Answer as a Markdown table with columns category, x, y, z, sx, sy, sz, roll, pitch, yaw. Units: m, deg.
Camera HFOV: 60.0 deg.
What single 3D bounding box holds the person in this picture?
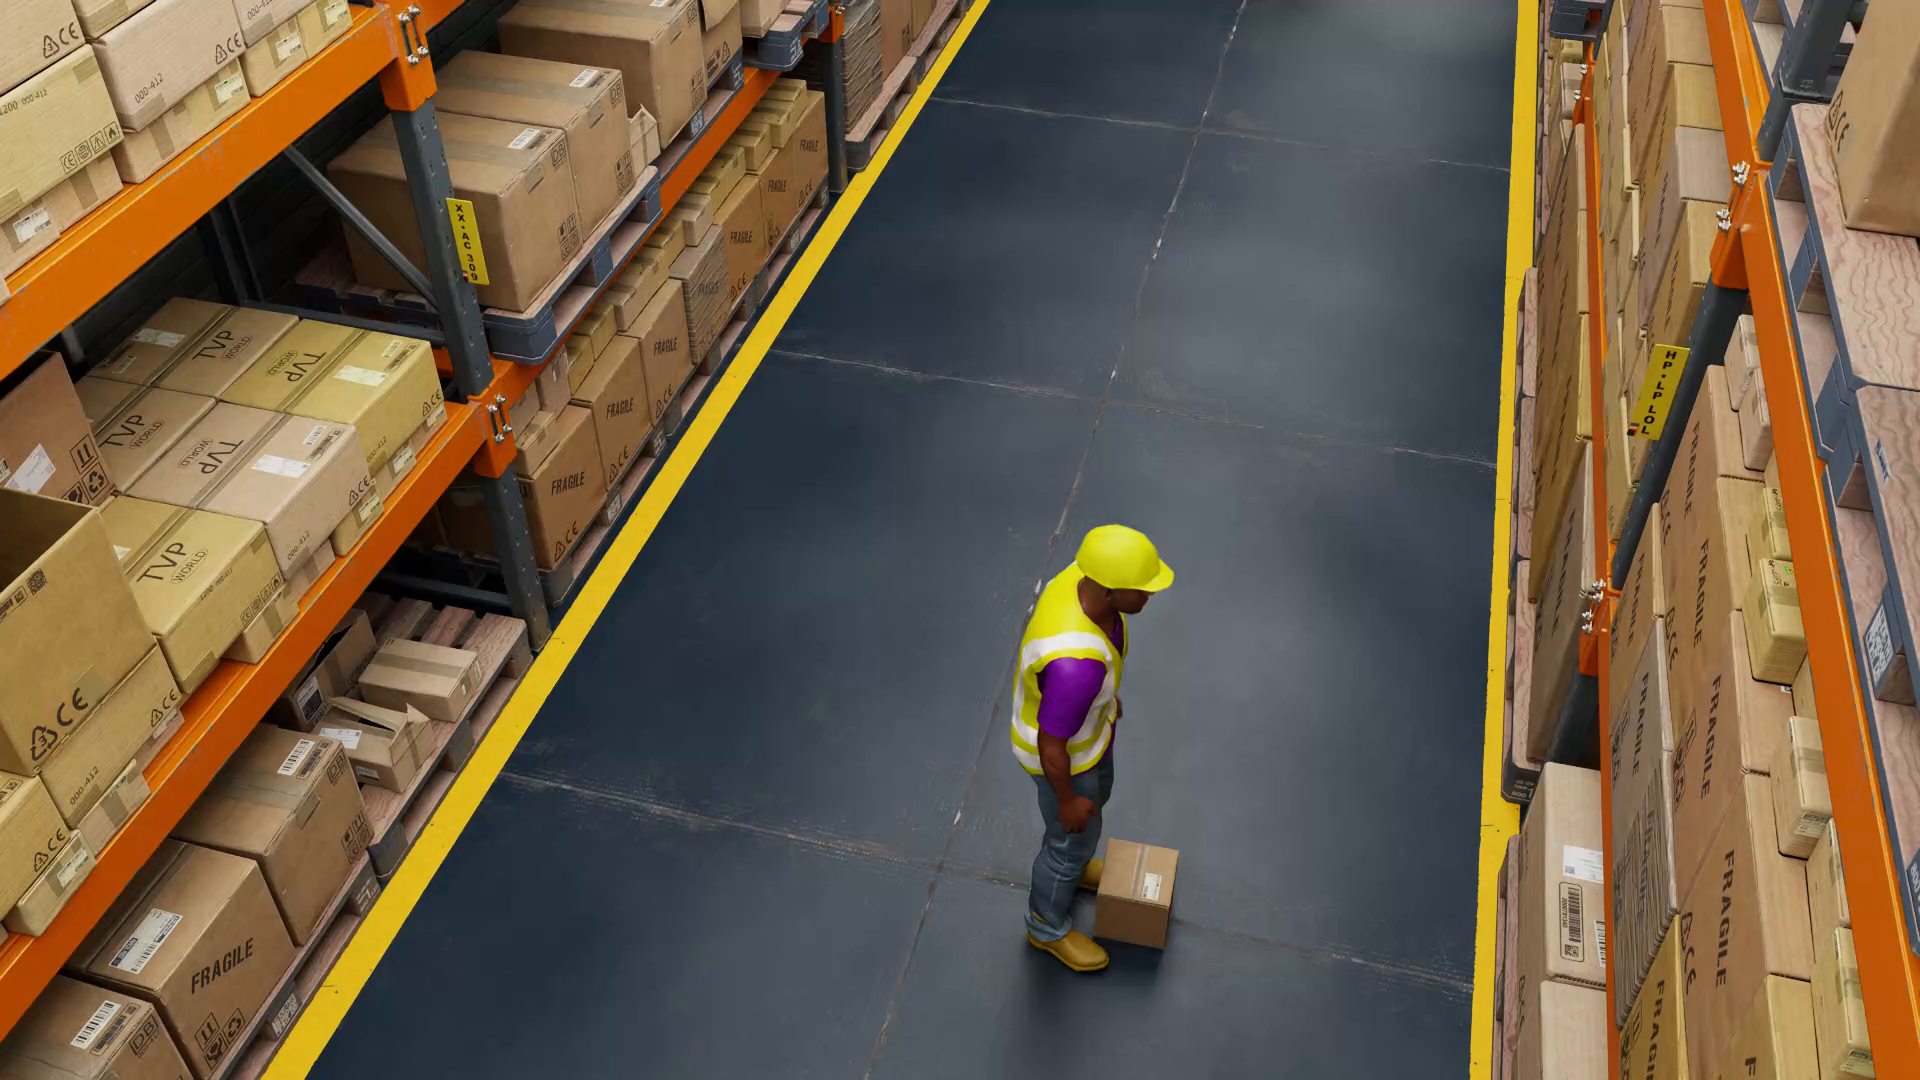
| category | x | y | z | sx | sy | sz | roll | pitch | yaw |
| --- | --- | --- | --- | --- | --- | --- | --- | --- | --- |
| person | 0.401 | 0.644 | 5.397 | 0.459 | 1.761 | 0.626 | 10 | 42 | 11 |
